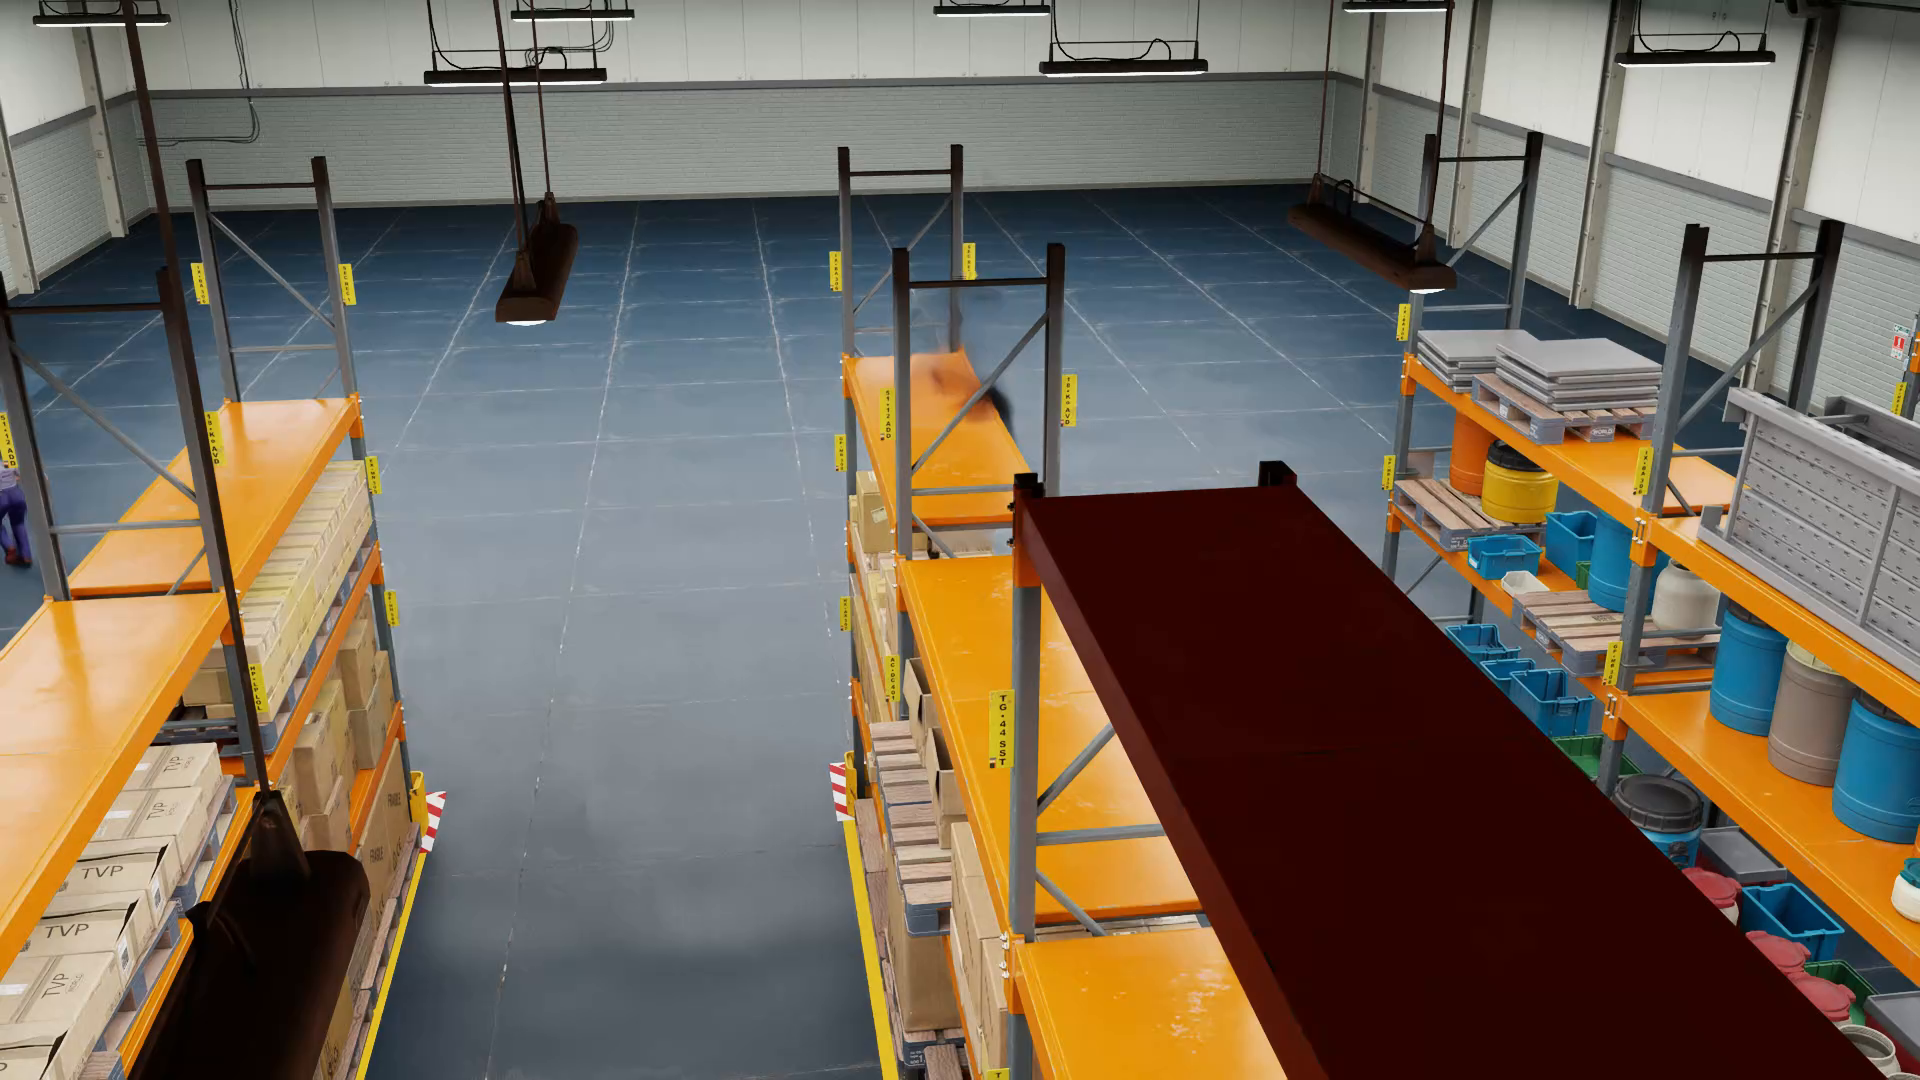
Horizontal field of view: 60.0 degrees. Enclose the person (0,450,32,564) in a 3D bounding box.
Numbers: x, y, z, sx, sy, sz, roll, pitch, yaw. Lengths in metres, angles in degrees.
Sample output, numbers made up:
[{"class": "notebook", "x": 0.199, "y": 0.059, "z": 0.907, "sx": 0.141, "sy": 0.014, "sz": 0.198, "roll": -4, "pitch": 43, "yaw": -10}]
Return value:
[{"class": "person", "x": -11.901, "y": -0.493, "z": 20.689, "sx": 0.575, "sy": 1.618, "sz": 0.591, "roll": 19, "pitch": 28, "yaw": 39}]
